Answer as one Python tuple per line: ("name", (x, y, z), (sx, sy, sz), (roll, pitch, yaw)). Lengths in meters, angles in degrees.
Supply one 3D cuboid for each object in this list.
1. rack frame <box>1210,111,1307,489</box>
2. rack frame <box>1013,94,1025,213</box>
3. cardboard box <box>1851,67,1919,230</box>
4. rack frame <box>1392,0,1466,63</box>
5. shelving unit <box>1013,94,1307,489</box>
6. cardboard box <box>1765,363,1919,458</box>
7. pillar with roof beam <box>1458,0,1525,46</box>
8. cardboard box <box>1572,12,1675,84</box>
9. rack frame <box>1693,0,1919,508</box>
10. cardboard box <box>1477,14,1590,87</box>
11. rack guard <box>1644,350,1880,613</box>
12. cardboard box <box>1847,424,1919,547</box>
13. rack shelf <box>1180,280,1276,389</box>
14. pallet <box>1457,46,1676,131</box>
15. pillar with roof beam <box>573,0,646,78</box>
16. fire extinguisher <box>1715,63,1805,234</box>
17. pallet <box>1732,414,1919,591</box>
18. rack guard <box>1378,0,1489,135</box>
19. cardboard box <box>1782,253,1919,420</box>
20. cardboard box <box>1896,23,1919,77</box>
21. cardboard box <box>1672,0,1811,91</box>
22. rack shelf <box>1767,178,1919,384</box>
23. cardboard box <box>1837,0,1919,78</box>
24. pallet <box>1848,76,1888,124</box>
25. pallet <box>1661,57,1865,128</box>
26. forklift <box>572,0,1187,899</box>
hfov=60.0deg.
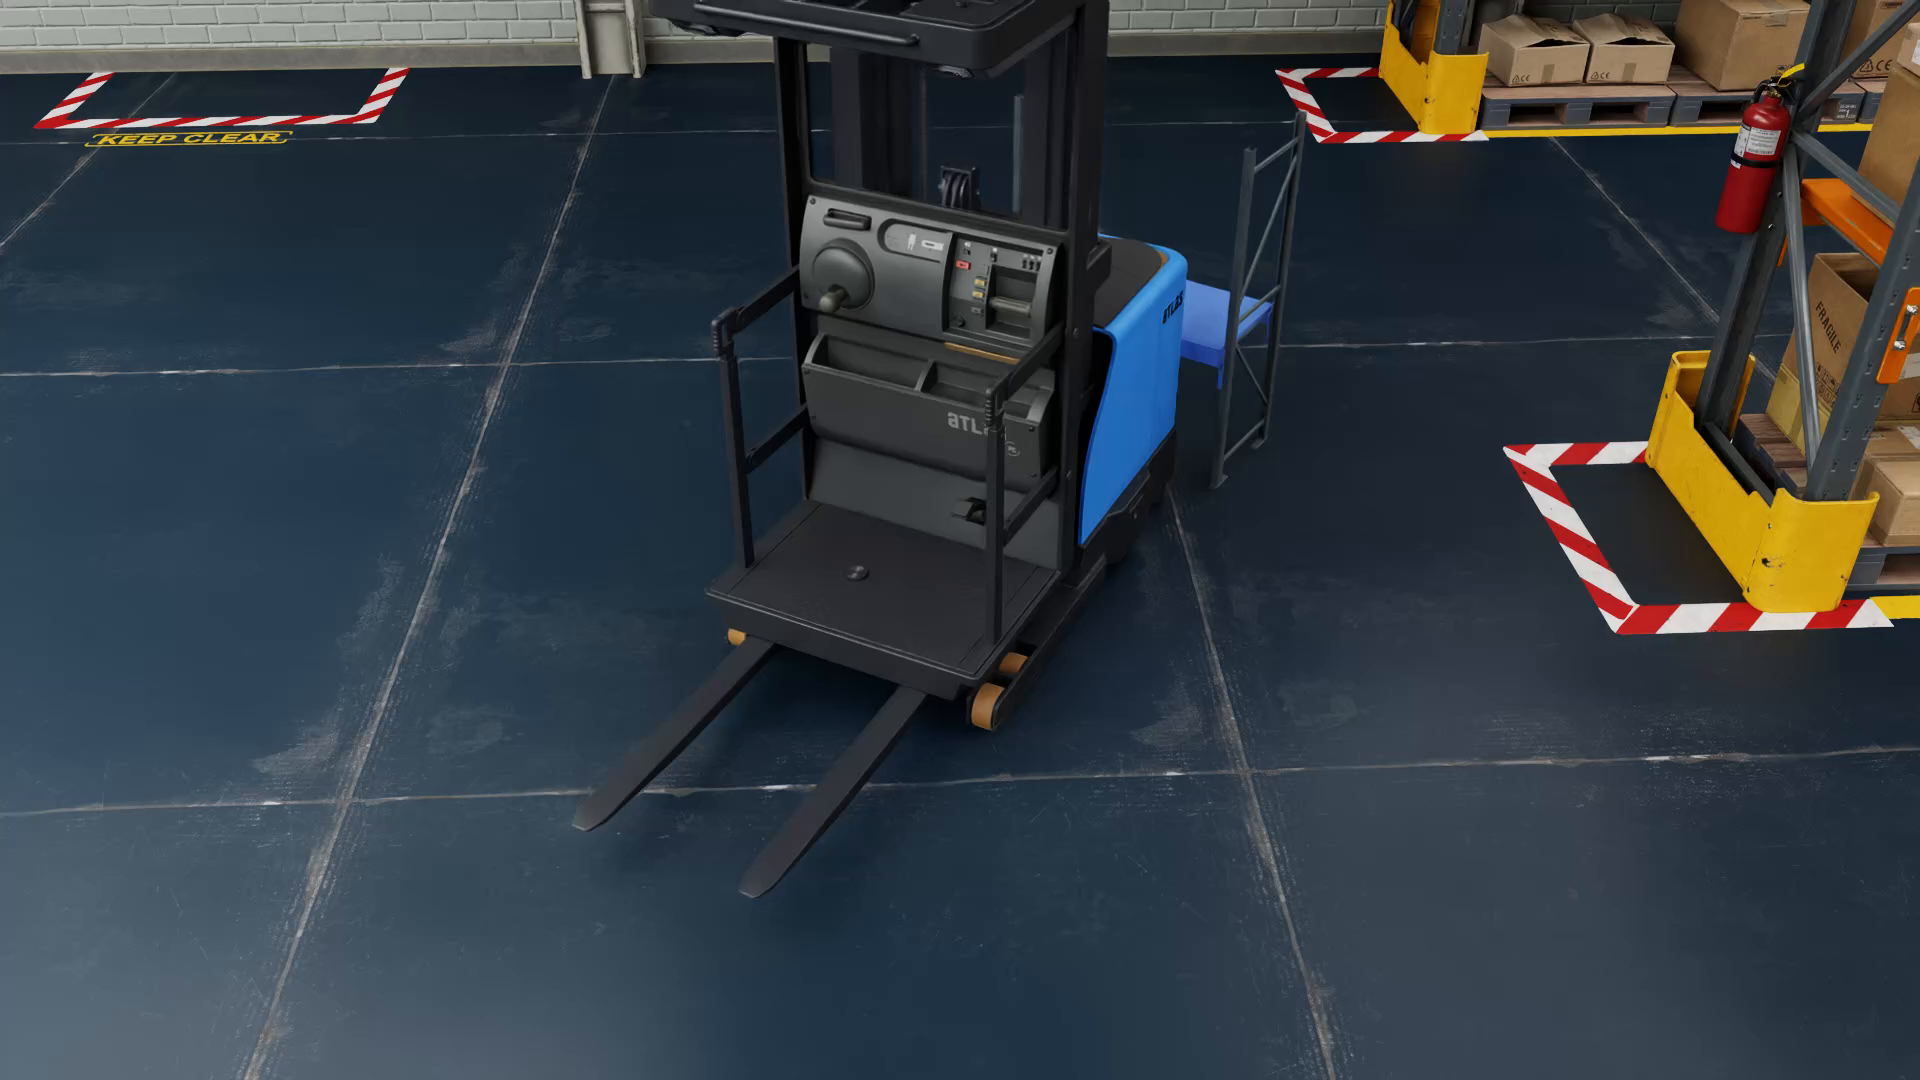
("rack frame", (1.217, -0.956, 6.814), (0.032, 1.500, 0.500), (21, 40, 27))
("rack frame", (0.374, -1.280, 7.282), (0.032, 1.500, 0.500), (21, 40, 27))
("cardboard box", (3.675, -1.336, 5.957), (0.500, 0.500, 0.700), (-2, 35, -2))
("rack frame", (2.970, -4.106, 10.047), (0.127, 3.000, 1.000), (-2, 35, -2))
("shelving unit", (0.795, -1.118, 7.048), (1.048, 1.500, 0.538), (21, 40, 27))
("cardboard box", (3.730, -0.514, 6.905), (0.500, 0.250, 0.500), (-2, 35, -2))
("pillar with roof beam", (3.832, -4.636, 5.541), (0.400, 9.000, 9.100), (-2, 35, -2))
("cardboard box", (4.235, -3.164, 10.662), (0.500, 0.311, 0.500), (1, 35, 2))
("rack frame", (3.209, -1.290, 5.978), (0.127, 3.000, 1.000), (-2, 35, -2))
("cardboard box", (3.666, -3.149, 10.640), (0.500, 0.311, 0.500), (-5, 35, -8))
("rack guard", (3.185, -0.261, 6.689), (0.348, 0.500, 1.175), (-2, 35, -2))
("cardboard box", (3.755, -0.220, 6.479), (0.500, 0.250, 0.500), (-2, 35, -2))
("rack shelf", (0.795, -0.970, 7.150), (1.000, 0.185, 0.538), (21, 40, 27))
("pallet", (3.859, -2.963, 10.846), (1.213, 0.211, 1.003), (-2, 35, -2))
("pillar with roof beam", (-2.161, -4.474, 5.308), (0.400, 9.000, 9.100), (-2, 35, -2))
("fire extinguisher", (3.068, -1.519, 6.377), (0.183, 0.674, 0.296), (-2, 35, -2))
("pallet", (3.970, -0.188, 6.836), (1.213, 0.211, 1.003), (-2, 35, -2))
("rack guard", (3.046, -3.080, 10.761), (0.348, 0.500, 1.175), (-2, 35, -2))
("cardboard box", (3.730, -0.824, 6.693), (0.500, 0.500, 0.500), (-2, 35, -2))
("cardboard box", (3.581, -1.716, 5.937), (0.250, 0.149, 0.380), (-2, 35, -3))
("cardboard box", (4.970, -3.233, 10.596), (0.500, 0.500, 0.700), (-4, 35, -5))
("rack shelf", (5.206, -1.048, 6.261), (4.000, 0.370, 1.077), (-2, 35, -2))
("cardboard box", (5.931, -3.316, 10.715), (0.500, 0.500, 0.500), (-4, 35, -6))
("pallet", (6.297, -3.029, 10.941), (1.213, 0.211, 1.003), (-2, 35, -2))
("pallet", (5.075, -2.994, 10.891), (1.213, 0.211, 1.003), (-2, 35, -2))
("forklift", (-0.211, -0.831, 5.375), (1.130, 2.935, 3.031), (16, 38, 22))
